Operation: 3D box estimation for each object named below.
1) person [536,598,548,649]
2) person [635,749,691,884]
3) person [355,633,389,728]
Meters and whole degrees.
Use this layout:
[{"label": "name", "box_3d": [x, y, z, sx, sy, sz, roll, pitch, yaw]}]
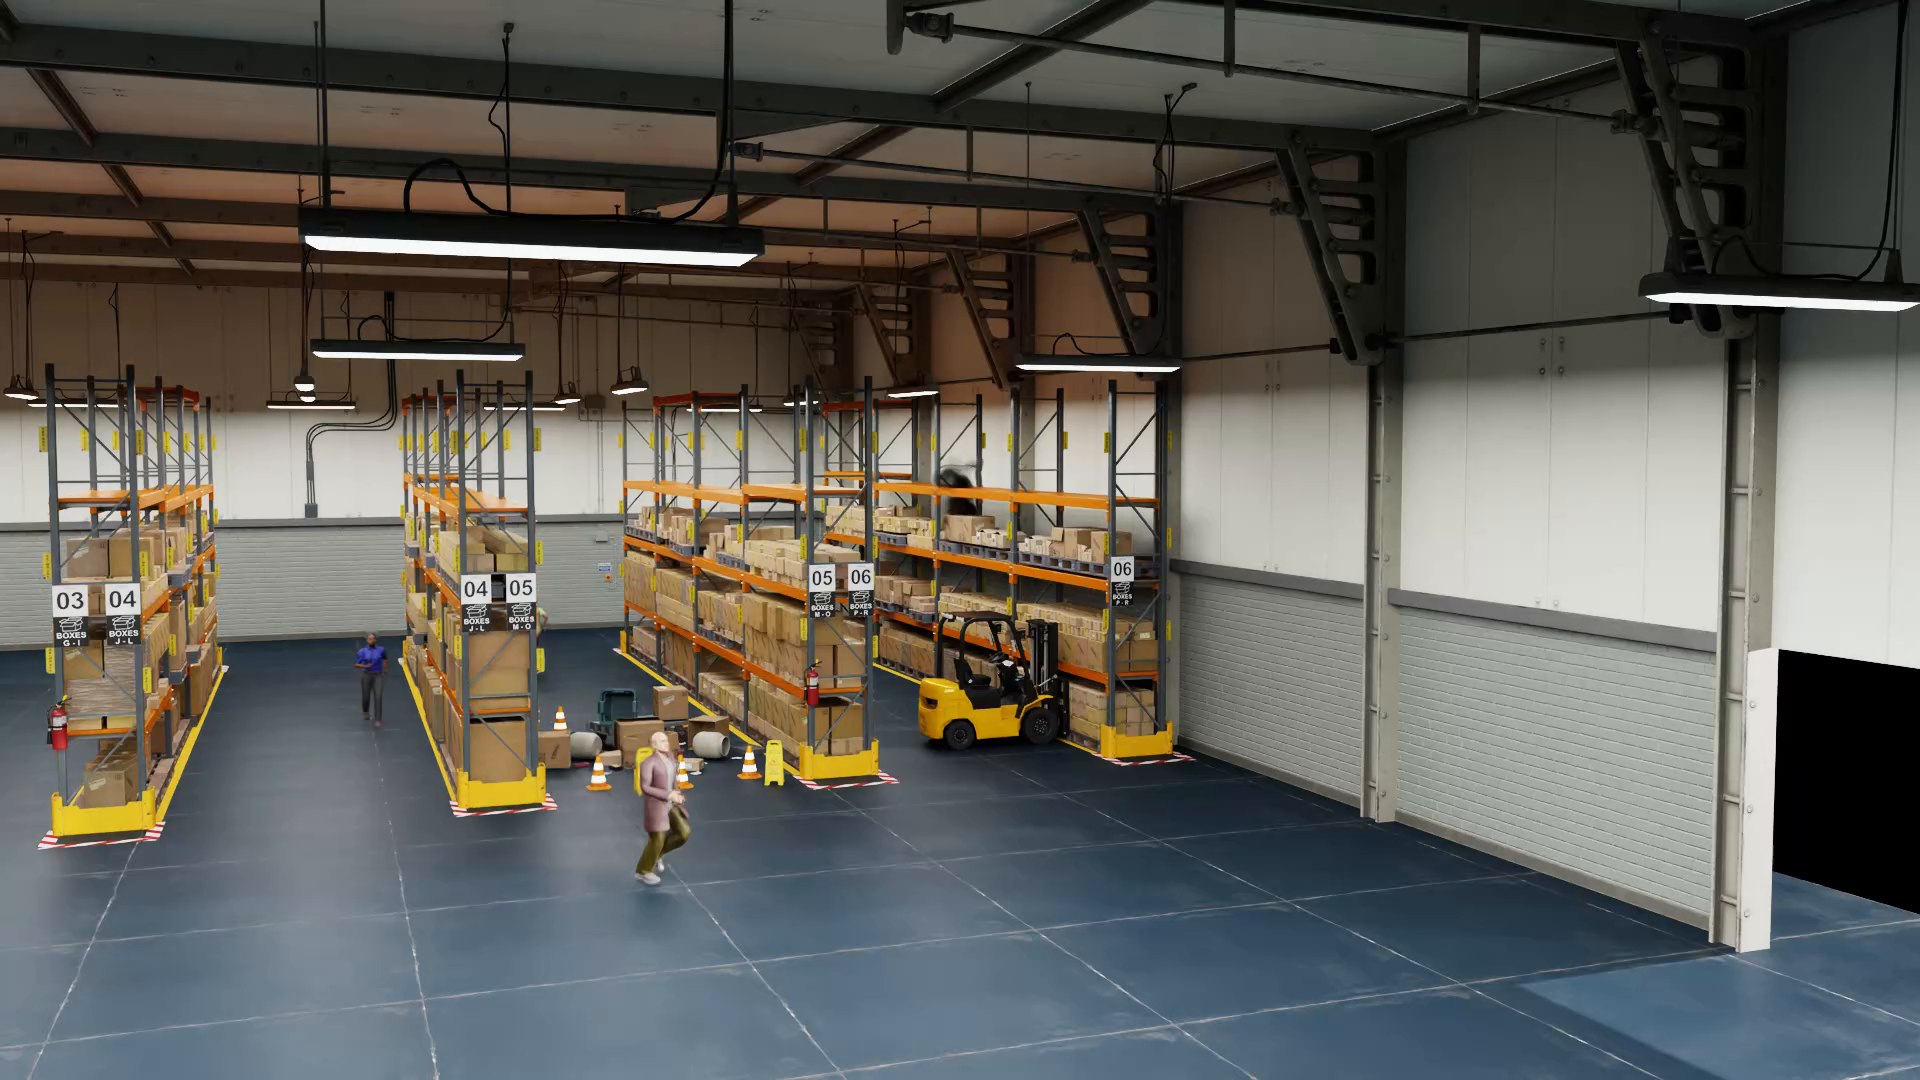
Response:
[{"label": "person", "box_3d": [-9.240, 2.059, 36.013, 0.550, 1.726, 0.756, -2, 4, -28]}, {"label": "person", "box_3d": [-3.403, 3.130, 18.906, 0.658, 1.539, 0.741, 2, 4, 32]}, {"label": "person", "box_3d": [-10.346, 2.450, 29.296, 0.581, 1.635, 0.929, -2, 4, -25]}]
